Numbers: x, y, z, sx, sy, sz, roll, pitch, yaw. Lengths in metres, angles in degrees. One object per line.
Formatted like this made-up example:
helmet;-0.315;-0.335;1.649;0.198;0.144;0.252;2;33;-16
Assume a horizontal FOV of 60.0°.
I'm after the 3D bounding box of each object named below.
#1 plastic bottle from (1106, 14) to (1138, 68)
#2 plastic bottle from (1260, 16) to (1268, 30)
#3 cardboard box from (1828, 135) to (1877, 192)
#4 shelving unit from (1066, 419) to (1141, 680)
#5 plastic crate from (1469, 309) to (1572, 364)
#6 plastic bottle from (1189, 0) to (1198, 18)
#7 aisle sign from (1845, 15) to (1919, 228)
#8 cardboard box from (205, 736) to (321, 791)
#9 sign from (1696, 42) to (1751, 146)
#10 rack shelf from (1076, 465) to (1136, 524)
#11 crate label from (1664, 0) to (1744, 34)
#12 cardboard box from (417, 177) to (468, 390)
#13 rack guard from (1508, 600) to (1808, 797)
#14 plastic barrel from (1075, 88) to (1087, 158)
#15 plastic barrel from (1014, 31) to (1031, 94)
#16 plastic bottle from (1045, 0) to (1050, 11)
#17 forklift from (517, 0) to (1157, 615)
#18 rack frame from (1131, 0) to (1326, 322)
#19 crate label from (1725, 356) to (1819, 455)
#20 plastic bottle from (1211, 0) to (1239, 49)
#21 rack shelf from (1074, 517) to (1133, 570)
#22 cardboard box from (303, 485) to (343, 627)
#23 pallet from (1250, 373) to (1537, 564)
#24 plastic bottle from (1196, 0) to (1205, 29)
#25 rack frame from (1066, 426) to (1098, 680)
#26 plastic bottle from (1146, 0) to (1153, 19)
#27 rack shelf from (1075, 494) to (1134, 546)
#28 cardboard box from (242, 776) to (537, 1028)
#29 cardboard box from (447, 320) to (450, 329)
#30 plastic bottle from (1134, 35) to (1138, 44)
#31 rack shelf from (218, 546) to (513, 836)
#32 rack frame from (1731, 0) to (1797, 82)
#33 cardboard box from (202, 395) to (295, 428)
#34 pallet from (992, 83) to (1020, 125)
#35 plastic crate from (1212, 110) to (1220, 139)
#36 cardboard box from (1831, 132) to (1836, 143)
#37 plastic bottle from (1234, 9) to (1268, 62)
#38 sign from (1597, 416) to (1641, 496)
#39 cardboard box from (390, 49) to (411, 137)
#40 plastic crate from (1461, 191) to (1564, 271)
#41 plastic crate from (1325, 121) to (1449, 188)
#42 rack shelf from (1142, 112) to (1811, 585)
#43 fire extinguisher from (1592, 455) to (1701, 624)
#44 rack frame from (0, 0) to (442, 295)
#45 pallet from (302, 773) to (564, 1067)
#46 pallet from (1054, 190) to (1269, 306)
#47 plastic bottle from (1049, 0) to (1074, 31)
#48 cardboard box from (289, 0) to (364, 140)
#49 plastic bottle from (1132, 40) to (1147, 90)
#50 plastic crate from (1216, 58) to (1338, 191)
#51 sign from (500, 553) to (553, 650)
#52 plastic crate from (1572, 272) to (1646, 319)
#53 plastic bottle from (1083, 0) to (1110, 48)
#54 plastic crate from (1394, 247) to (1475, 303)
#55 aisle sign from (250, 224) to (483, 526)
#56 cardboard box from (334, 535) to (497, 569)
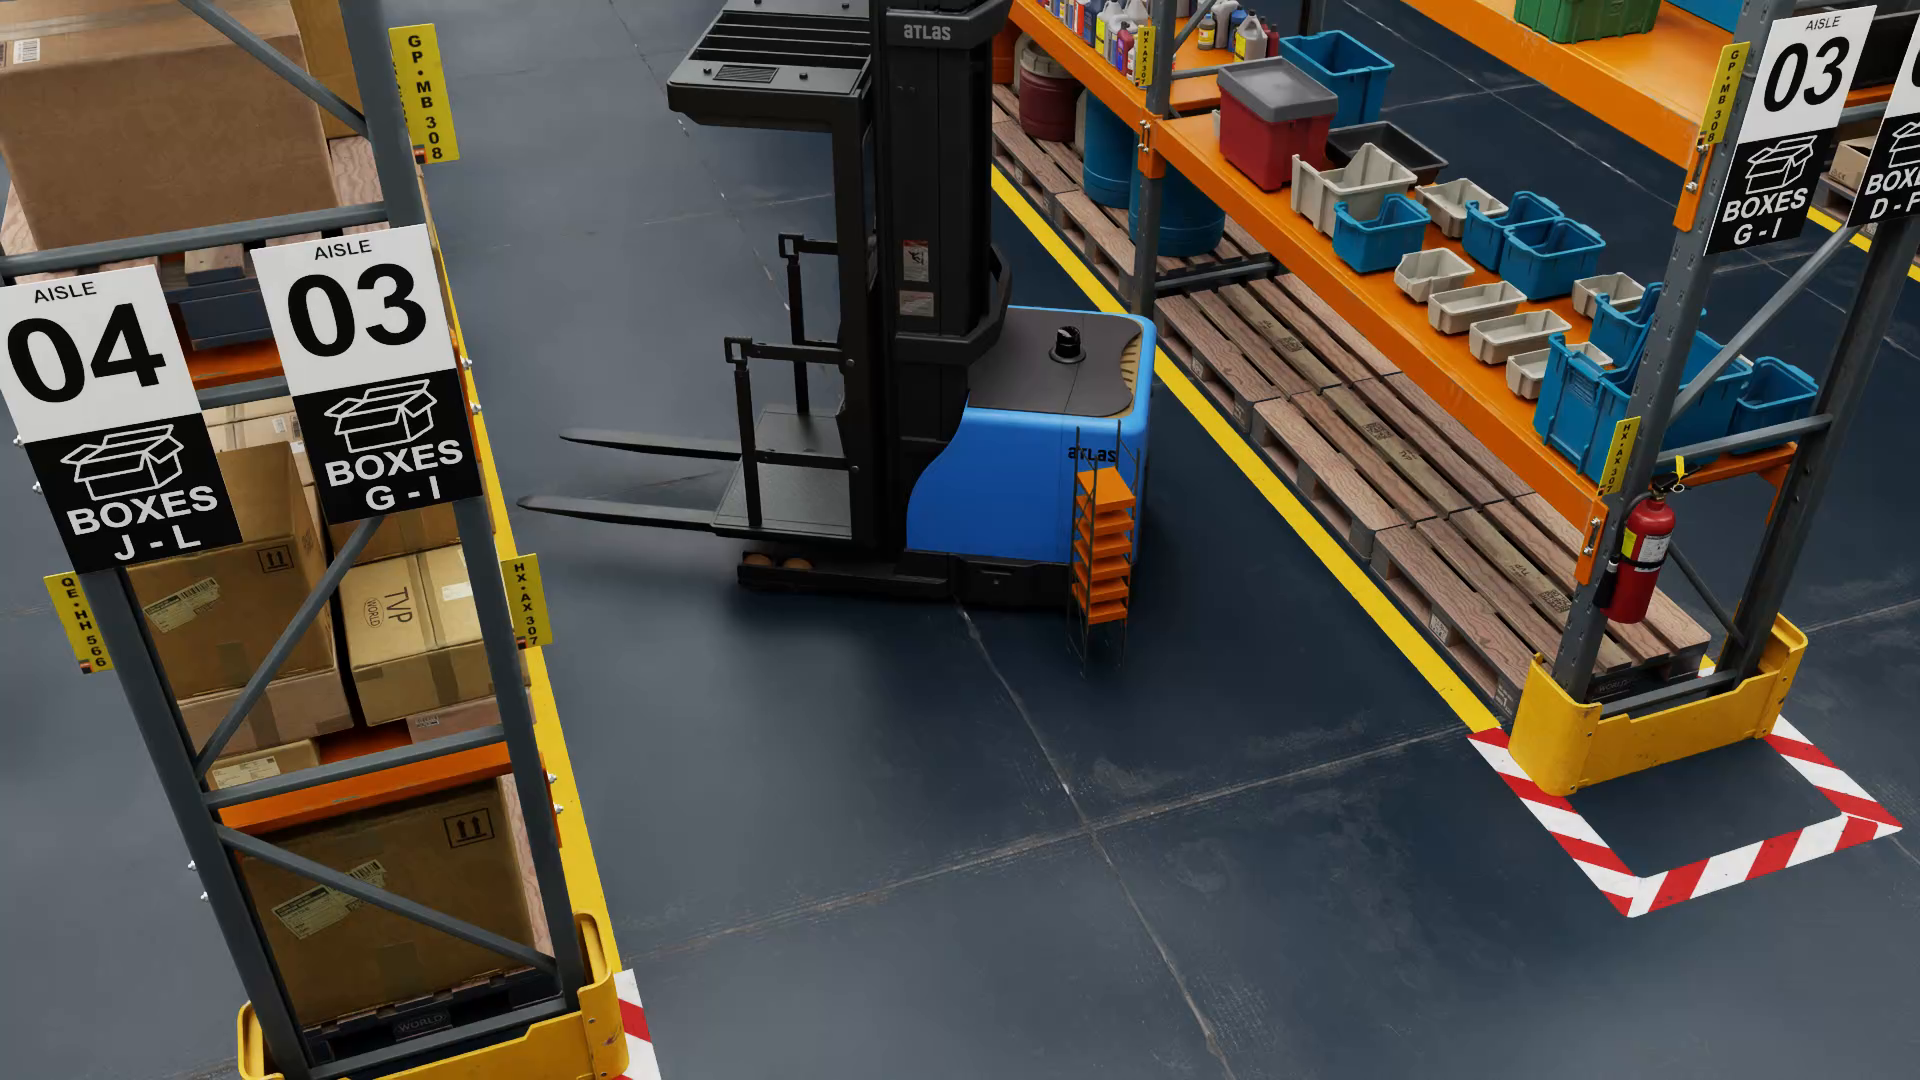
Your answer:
plastic bottle;0.954;-2.930;9.750;0.152;0.276;0.135;-12;39;-16
plastic bottle;1.747;-2.942;9.760;0.061;0.283;0.133;-12;39;-16
cardboard box;6.112;-2.461;10.893;0.500;0.311;0.500;-12;39;-16
shelving unit;0.608;0.059;7.174;0.189;1.200;0.258;-10;38;-13
plastic crate;2.358;-0.867;7.077;0.396;0.136;0.243;-12;39;-16
plastic bottle;1.487;-3.368;10.326;0.061;0.283;0.133;-12;39;-16
aisle sign;3.199;-1.417;5.478;0.394;0.787;0.004;-12;39;-16
cardboard box;-2.187;0.635;5.123;0.380;0.149;0.250;-12;39;-15
sign;2.384;-1.392;5.198;0.100;0.325;0.005;-12;39;-16
rack shelf;0.608;-0.193;6.984;0.180;0.103;0.258;-10;38;-13
crate label;2.881;-2.085;6.156;0.408;0.251;0.502;-12;39;-16
cardboard box;-3.371;-1.269;8.858;1.225;0.875;0.875;-12;39;-16
rack guard;2.915;0.651;6.970;1.175;0.500;0.348;-12;39;-16
plastic barrel;0.993;-2.840;11.246;0.421;0.512;0.421;0;37;0
plastic barrel;0.605;-3.478;12.093;0.421;0.512;0.421;0;37;0
plastic bottle;0.588;-3.452;10.505;0.097;0.201;0.097;0;37;0
forklift;-0.617;-1.227;7.443;3.031;2.935;1.130;5;37;7
rack frame;1.519;-2.618;9.232;1.000;3.000;0.127;-12;39;-16
crate label;3.119;-0.523;6.540;0.416;0.233;0.303;-12;39;-16
plastic bottle;1.591;-3.115;9.996;0.152;0.276;0.135;-12;39;-16
rack shelf;0.608;-0.001;7.129;0.180;0.103;0.258;-10;38;-13
cardboard box;-2.345;0.103;5.498;0.500;0.250;0.500;-13;39;-17
pallet;2.232;-0.406;8.614;1.003;0.211;1.213;-12;39;-16
plastic bottle;1.510;-3.267;10.259;0.097;0.201;0.097;0;37;0
rack frame;0.520;0.075;7.153;0.006;1.200;0.240;-10;38;-13
plastic bottle;1.256;-3.400;10.374;0.152;0.276;0.135;-12;39;-16
rack shelf;0.608;-0.097;7.057;0.180;0.103;0.258;-10;38;-13
cardboard box;-2.051;1.003;5.842;0.875;0.875;0.875;-12;39;-16
cardboard box;-2.023;-0.592;5.797;0.500;0.500;0.500;-13;39;-17
plastic bottle;1.025;-2.842;9.695;0.097;0.201;0.097;0;37;0
rack shelf;-2.444;-0.253;6.529;0.919;0.124;3.809;-12;39;-16
rack frame;2.895;-2.755;4.428;1.000;3.000;0.127;-12;39;-16
cardboard box;-2.704;-0.478;6.269;0.500;0.250;0.500;-12;39;-16
pallet;0.453;-3.327;12.491;1.003;0.211;1.213;-12;39;-16
plastic crate;1.545;-2.244;8.905;0.396;0.136;0.243;-12;39;-16
cardboard box;5.732;-3.038;11.502;0.500;0.500;0.500;-13;39;-16
plastic bottle;1.688;-2.887;9.631;0.144;0.351;0.185;-12;39;-16
sign;2.384;-0.300;6.020;0.100;0.325;0.005;-12;39;-16
cardboard box;-4.290;-2.777;10.860;1.225;0.875;0.875;-14;39;-18
plastic crate;2.563;-1.436;7.753;0.416;0.233;0.300;-12;39;-16
plastic crate;2.156;-1.955;8.532;0.437;0.125;0.590;-12;39;-16
rack shelf;2.207;-1.201;7.949;1.077;0.370;4.000;-12;39;-16
fire extinguisher;2.520;0.001;6.130;0.296;0.674;0.183;-12;39;-16
rack frame;-1.755;-1.729;3.066;1.000;3.000;0.127;-12;39;-16
pallet;-2.104;1.346;6.288;1.003;0.211;1.213;-12;39;-16
pallet;1.292;-1.949;10.661;1.003;0.211;1.213;-12;39;-16
plastic bottle;0.694;-3.357;10.317;0.152;0.276;0.367;-12;39;-16
cardboard box;-2.065;-1.404;4.612;0.700;0.500;0.500;-14;39;-18
plastic bottle;1.079;-2.724;9.476;0.152;0.276;0.135;-12;39;-16
plastic crate;1.590;-2.111;8.457;0.402;0.464;0.583;-12;39;-16
sign;-1.232;0.178;4.735;0.100;0.325;0.005;-12;39;-16
plastic crate;2.853;-1.066;7.341;0.250;0.136;0.298;-12;39;-16
plastic bottle;0.831;-3.154;9.985;0.144;0.351;0.185;-12;39;-16
plastic crate;2.120;-1.182;7.496;0.298;0.136;0.250;-12;39;-16
aisle sign;-1.449;-0.393;4.117;0.394;0.787;0.004;-12;39;-16
cardboard box;-1.852;-0.011;5.649;0.500;0.250;0.500;-13;39;-16
